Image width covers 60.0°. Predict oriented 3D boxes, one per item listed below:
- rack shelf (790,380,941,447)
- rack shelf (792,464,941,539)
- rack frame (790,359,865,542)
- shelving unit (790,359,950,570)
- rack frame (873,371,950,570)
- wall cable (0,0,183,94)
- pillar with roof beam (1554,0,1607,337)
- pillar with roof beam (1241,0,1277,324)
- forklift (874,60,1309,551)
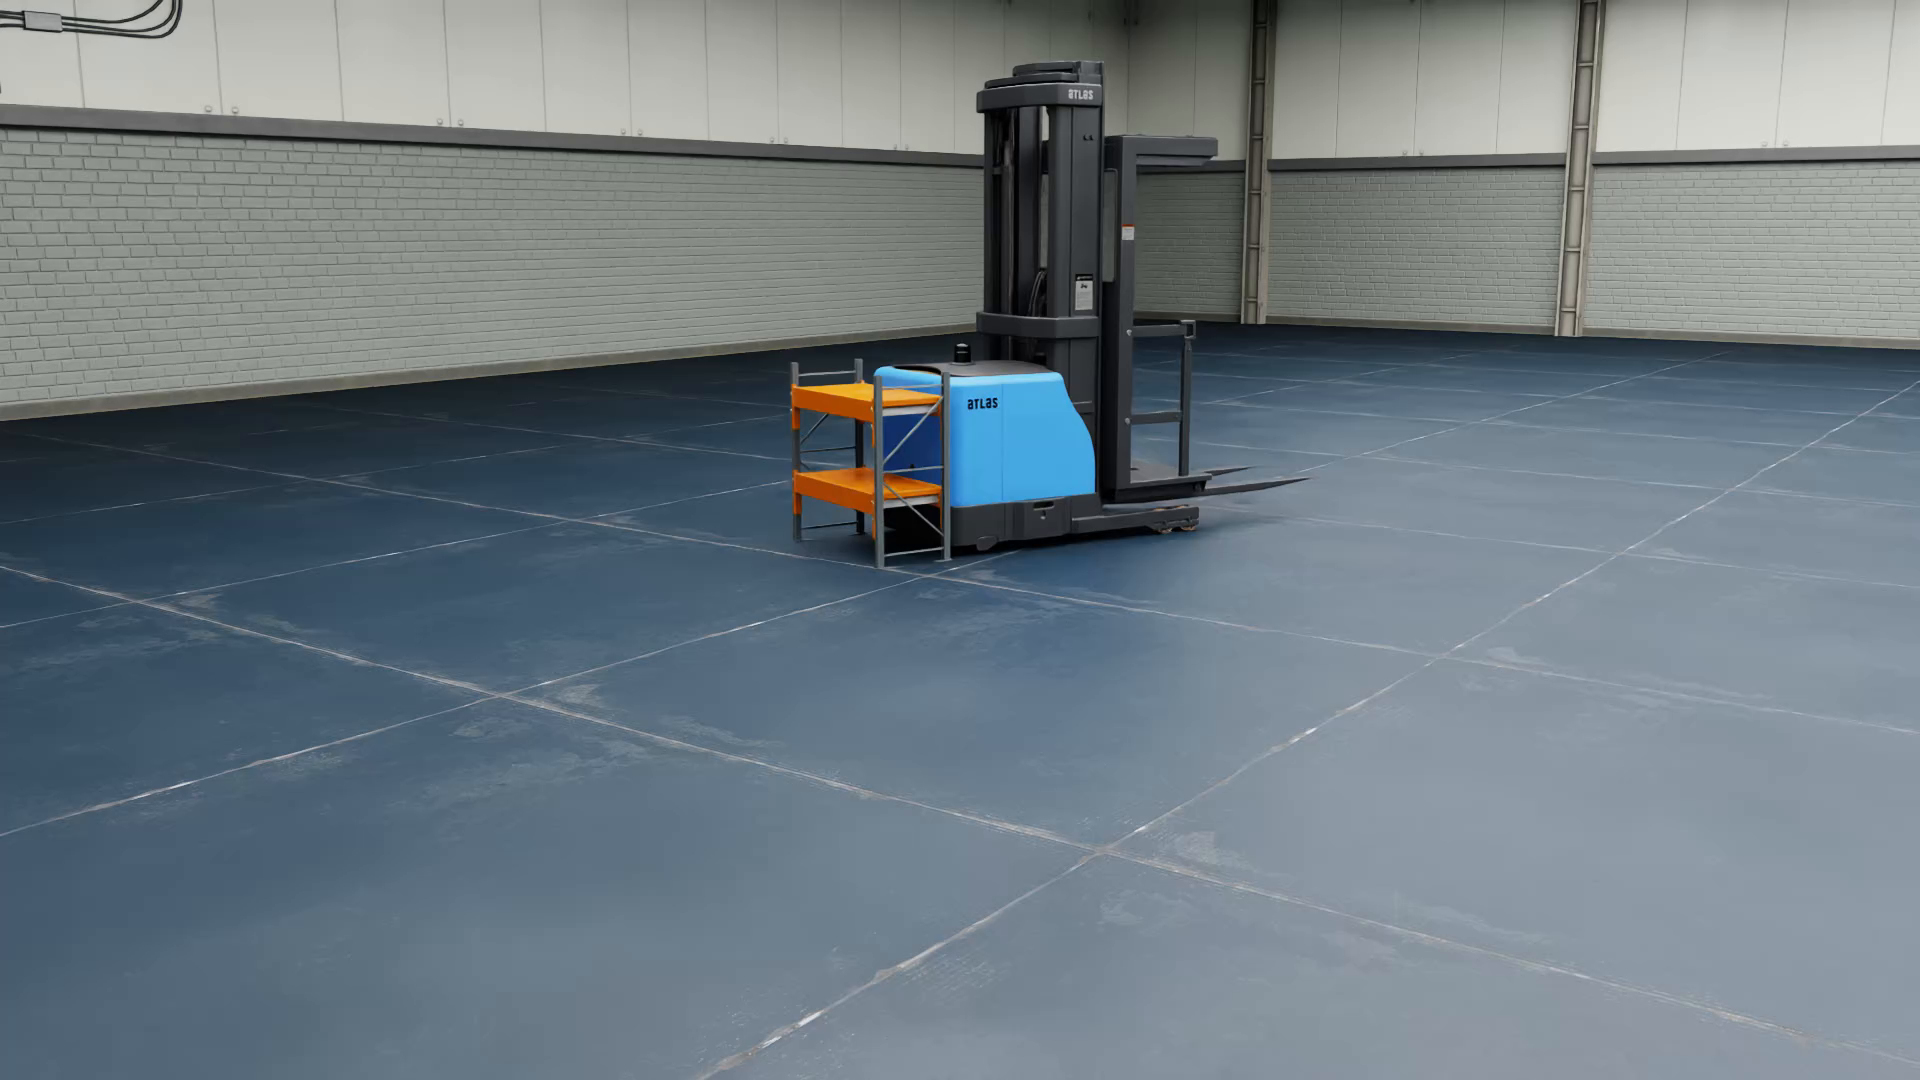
[{"bbox_3d":[-0.555,-0.773,10.025,0.538,0.278,1.000,-7,13,-33],"label":"rack shelf"},{"bbox_3d":[-0.555,-0.246,10.127,0.538,0.278,1.000,-7,13,-33],"label":"rack shelf"},{"bbox_3d":[-0.834,-0.567,10.497,0.500,1.125,0.032,-7,13,-33],"label":"rack frame"},{"bbox_3d":[-0.555,-0.486,10.080,0.538,1.125,1.048,-7,13,-33],"label":"shelving unit"},{"bbox_3d":[-0.276,-0.405,9.663,0.500,1.125,0.032,-7,13,-33],"label":"rack frame"},{"bbox_3d":[-8.915,-7.453,16.408,0.169,6.003,2.305,8,13,36],"label":"wall cable"},{"bbox_3d":[7.978,-7.287,24.503,0.400,9.000,9.100,8,13,36],"label":"pillar with roof beam"},{"bbox_3d":[3.142,-7.961,27.990,0.548,9.000,9.100,8,13,36],"label":"pillar with roof beam"},{"bbox_3d":[0.967,-1.556,10.858,3.031,2.935,1.130,-7,13,-31],"label":"forklift"}]
